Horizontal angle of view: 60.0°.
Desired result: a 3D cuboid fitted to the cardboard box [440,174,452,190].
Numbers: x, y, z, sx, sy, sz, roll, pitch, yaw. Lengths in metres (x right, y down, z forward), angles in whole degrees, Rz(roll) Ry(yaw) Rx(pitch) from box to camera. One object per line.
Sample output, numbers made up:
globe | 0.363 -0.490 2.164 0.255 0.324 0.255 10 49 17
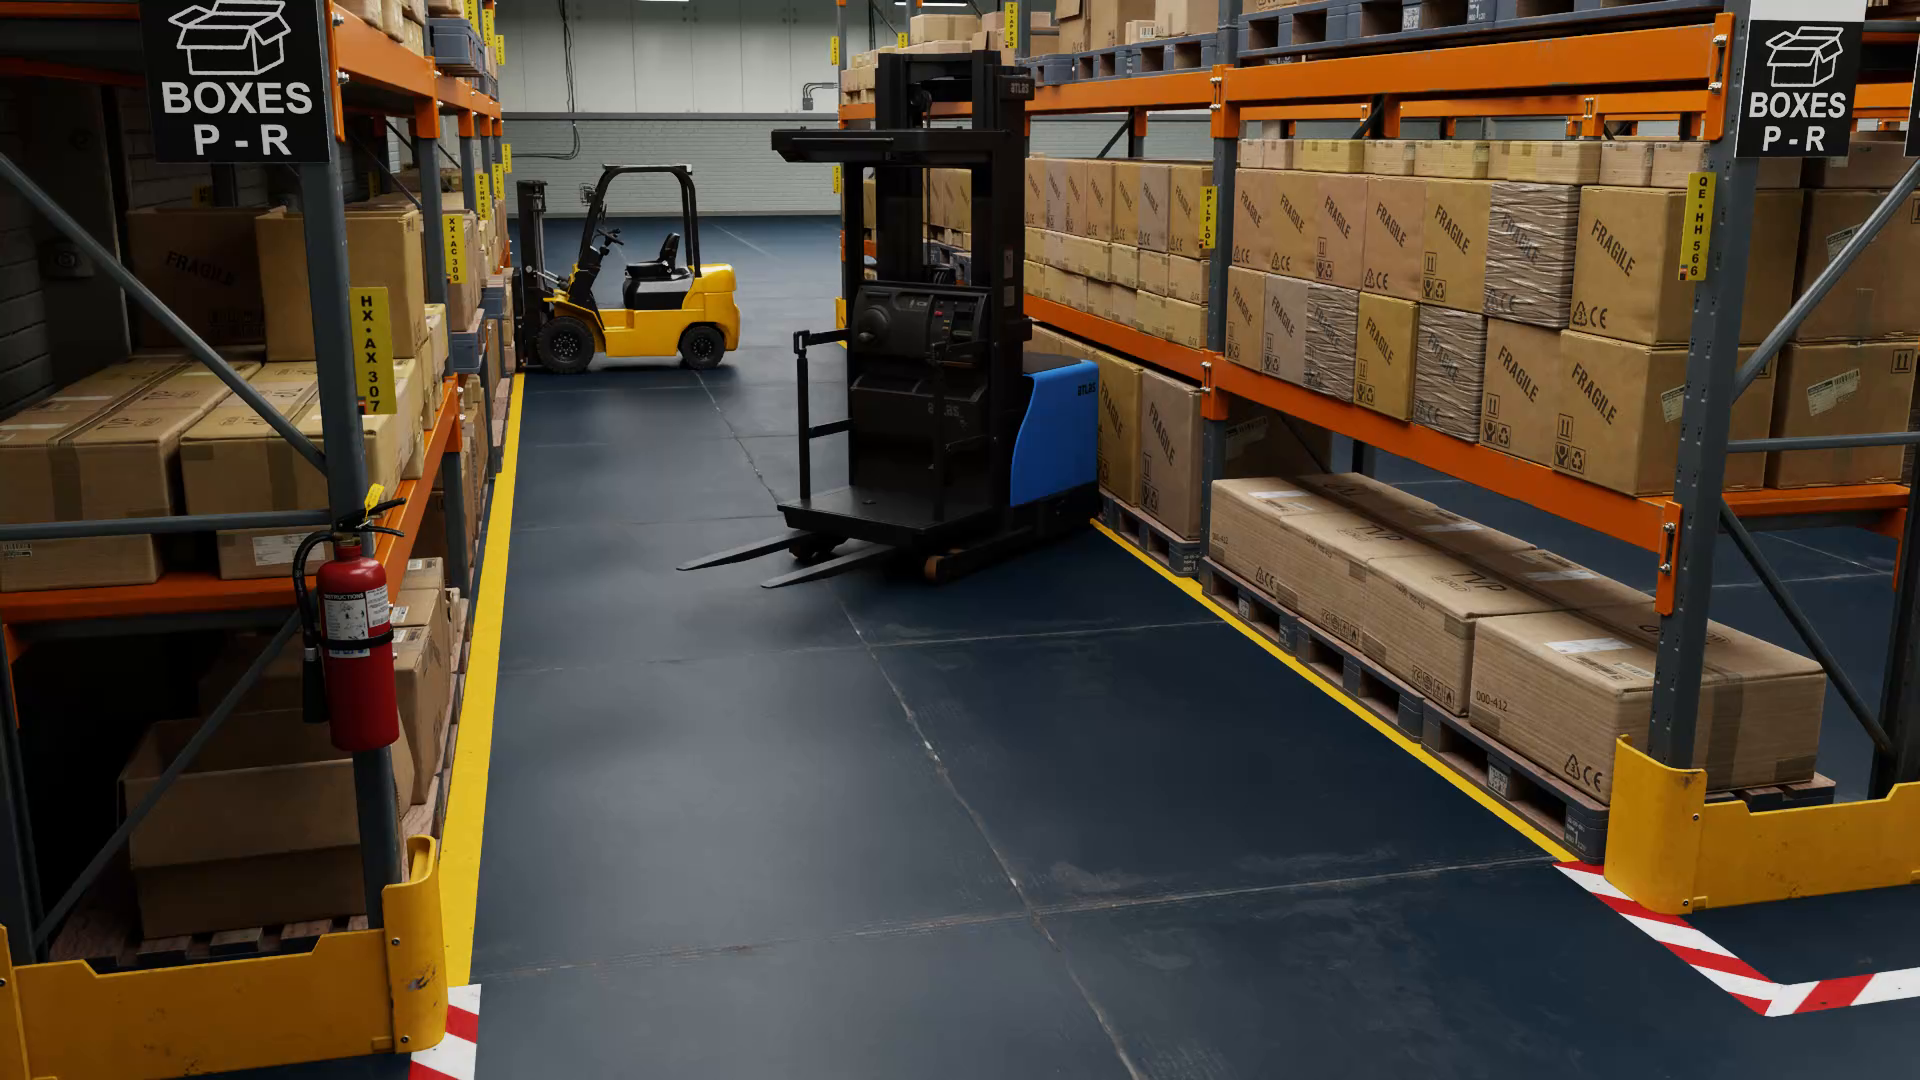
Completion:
cardboard box | -4.803 -3.452 16.030 0.380 0.149 0.250 -3 14 -12

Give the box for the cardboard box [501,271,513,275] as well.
cardboard box | -5.253 -2.869 18.654 0.500 0.250 0.500 -3 14 -12

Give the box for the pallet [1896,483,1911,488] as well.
pallet | 6.456 -0.355 11.436 1.003 0.211 1.213 -3 14 -13

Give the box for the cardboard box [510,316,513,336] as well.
cardboard box | -4.784 -2.155 16.783 0.500 0.250 0.500 -3 14 -13

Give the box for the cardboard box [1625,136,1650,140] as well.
cardboard box | 8.761 -4.857 21.044 0.500 0.500 0.500 -3 14 -13

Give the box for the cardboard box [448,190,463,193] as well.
cardboard box | -4.670 -3.251 15.835 0.380 0.149 0.250 -4 14 -14

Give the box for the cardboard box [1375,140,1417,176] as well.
cardboard box | 2.014 -1.641 7.138 0.380 0.149 0.250 -3 14 -13

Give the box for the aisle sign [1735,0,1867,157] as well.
aisle sign | 2.507 -1.537 4.921 0.394 0.787 0.004 -3 14 -13

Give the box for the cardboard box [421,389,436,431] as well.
cardboard box | -2.362 -0.535 6.826 0.380 0.149 0.250 -3 14 -14

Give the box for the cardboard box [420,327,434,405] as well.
cardboard box | -2.379 -0.691 6.623 0.500 0.250 0.500 -3 14 -14

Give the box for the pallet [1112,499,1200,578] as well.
pallet | 1.598 -0.050 10.188 1.003 0.211 1.213 -3 14 -13

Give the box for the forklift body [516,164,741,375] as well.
forklift body | -3.571 -2.974 18.067 2.313 2.155 1.214 -3 14 -13

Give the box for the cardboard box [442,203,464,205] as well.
cardboard box | -3.923 -2.509 12.798 0.380 0.149 0.250 -3 14 -13

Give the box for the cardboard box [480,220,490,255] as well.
cardboard box | -4.000 -2.399 13.191 0.500 0.250 0.500 -4 14 -15

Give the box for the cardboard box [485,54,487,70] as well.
cardboard box | -4.661 -4.507 15.668 0.380 0.149 0.250 -3 14 -12

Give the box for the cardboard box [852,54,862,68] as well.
cardboard box | -1.021 -5.448 18.935 0.380 0.149 0.250 -3 14 -13

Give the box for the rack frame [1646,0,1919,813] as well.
rack frame | 2.792 -0.308 5.368 1.000 3.000 0.127 -3 14 -13

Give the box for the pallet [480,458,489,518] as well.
pallet | -3.772 -0.347 11.404 1.003 0.211 1.213 -3 14 -13

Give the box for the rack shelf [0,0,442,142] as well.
rack shelf | -2.502 -1.600 5.850 1.077 0.370 4.000 -3 14 -13

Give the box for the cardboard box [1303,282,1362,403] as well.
cardboard box | 1.933 -0.925 7.683 0.500 0.500 0.500 -3 14 -13

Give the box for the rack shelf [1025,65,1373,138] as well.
rack shelf | 1.383 -2.800 10.763 1.077 0.370 4.000 -3 14 -13

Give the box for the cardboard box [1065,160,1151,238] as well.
cardboard box | 1.023 -2.326 11.312 0.500 0.500 0.500 -3 14 -12

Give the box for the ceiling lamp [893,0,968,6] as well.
ceiling lamp | -0.841 -15.967 44.521 2.000 3.185 0.800 -3 14 -13

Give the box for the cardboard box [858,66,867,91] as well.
cardboard box | -0.853 -5.163 18.607 0.500 0.250 0.500 -3 14 -12

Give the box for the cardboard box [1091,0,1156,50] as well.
cardboard box | 1.330 -3.646 11.613 0.700 0.500 0.500 -4 14 -16

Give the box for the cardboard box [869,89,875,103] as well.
cardboard box | -0.795 -4.883 18.304 0.380 0.149 0.250 -4 14 -15

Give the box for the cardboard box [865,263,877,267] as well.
cardboard box | -1.039 -3.025 19.817 0.500 0.500 0.500 -4 14 -15

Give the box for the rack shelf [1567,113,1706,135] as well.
rack shelf | 9.137 -5.198 20.578 1.077 0.370 4.000 -3 14 -13

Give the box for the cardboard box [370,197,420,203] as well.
cardboard box | -4.793 -2.831 14.115 0.380 0.149 0.250 -3 14 -13

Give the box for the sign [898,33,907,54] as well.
sign | -0.552 -4.753 16.151 0.100 0.325 0.005 -3 14 -13

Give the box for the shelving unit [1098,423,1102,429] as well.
shelving unit | 0.639 -0.680 11.430 0.189 0.258 1.200 -6 -15 -20

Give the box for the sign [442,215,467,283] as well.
sign | -2.446 -1.406 8.038 0.100 0.325 0.005 -3 14 -13

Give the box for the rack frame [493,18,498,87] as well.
rack frame | -5.790 -6.636 18.628 1.000 3.000 0.127 -3 14 -13

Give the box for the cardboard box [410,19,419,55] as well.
cardboard box | -2.546 -2.165 7.179 0.380 0.149 0.250 -3 14 -13

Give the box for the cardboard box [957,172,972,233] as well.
cardboard box | 0.284 -2.875 14.153 0.500 0.500 0.500 -4 14 -17

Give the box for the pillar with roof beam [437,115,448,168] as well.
pillar with roof beam | -5.136 -9.433 30.079 9.100 9.000 0.400 -3 14 -13

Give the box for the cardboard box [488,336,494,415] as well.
cardboard box | -4.364 -1.377 13.861 0.875 0.625 0.625 -4 14 -16

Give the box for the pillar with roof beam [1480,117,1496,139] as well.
pillar with roof beam | 12.886 -14.862 52.297 9.100 9.000 0.548 -3 14 -13

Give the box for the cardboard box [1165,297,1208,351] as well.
cardboard box | 1.502 -1.248 9.529 0.500 0.250 0.500 -4 14 -15

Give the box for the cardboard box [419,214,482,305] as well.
cardboard box | -3.174 -1.631 9.685 0.700 0.500 0.500 -3 14 -13

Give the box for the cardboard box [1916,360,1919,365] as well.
cardboard box | 6.723 -1.069 11.286 0.500 0.250 0.500 -4 14 -16

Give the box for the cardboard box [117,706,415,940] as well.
cardboard box | -2.084 0.832 5.078 0.797 0.503 0.637 -4 14 -15

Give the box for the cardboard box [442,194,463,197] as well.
cardboard box | -4.470 -2.978 14.720 0.380 0.149 0.250 -3 14 -13

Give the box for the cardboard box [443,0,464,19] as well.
cardboard box | -2.813 -2.810 8.722 0.380 0.149 0.250 -3 14 -12

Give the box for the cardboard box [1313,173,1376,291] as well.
cardboard box | 1.951 -1.406 7.545 0.500 0.500 0.500 -3 14 -12

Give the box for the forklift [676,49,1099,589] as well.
forklift | -0.367 -1.302 9.582 1.130 2.935 3.031 10 17 34

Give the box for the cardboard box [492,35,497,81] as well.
cardboard box | -5.449 -5.391 18.548 0.500 0.500 0.500 -3 14 -11

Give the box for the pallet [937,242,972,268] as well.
pallet | 0.408 -2.515 14.805 1.003 0.211 1.213 -3 14 -13

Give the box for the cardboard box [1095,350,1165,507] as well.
cardboard box | 1.409 -0.749 10.766 0.875 0.875 0.875 -3 14 -12

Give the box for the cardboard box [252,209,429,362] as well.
cardboard box | -2.230 -0.932 6.032 0.500 0.500 0.500 -3 14 -12

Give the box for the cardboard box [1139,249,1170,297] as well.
cardboard box | 1.388 -1.604 9.935 0.500 0.250 0.500 -3 14 -12

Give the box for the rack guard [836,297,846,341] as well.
rack guard | -0.948 -2.767 20.701 1.175 0.500 0.348 -3 14 -13

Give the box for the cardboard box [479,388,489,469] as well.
cardboard box | -3.603 -0.780 11.683 0.500 0.500 0.500 -3 14 -12
